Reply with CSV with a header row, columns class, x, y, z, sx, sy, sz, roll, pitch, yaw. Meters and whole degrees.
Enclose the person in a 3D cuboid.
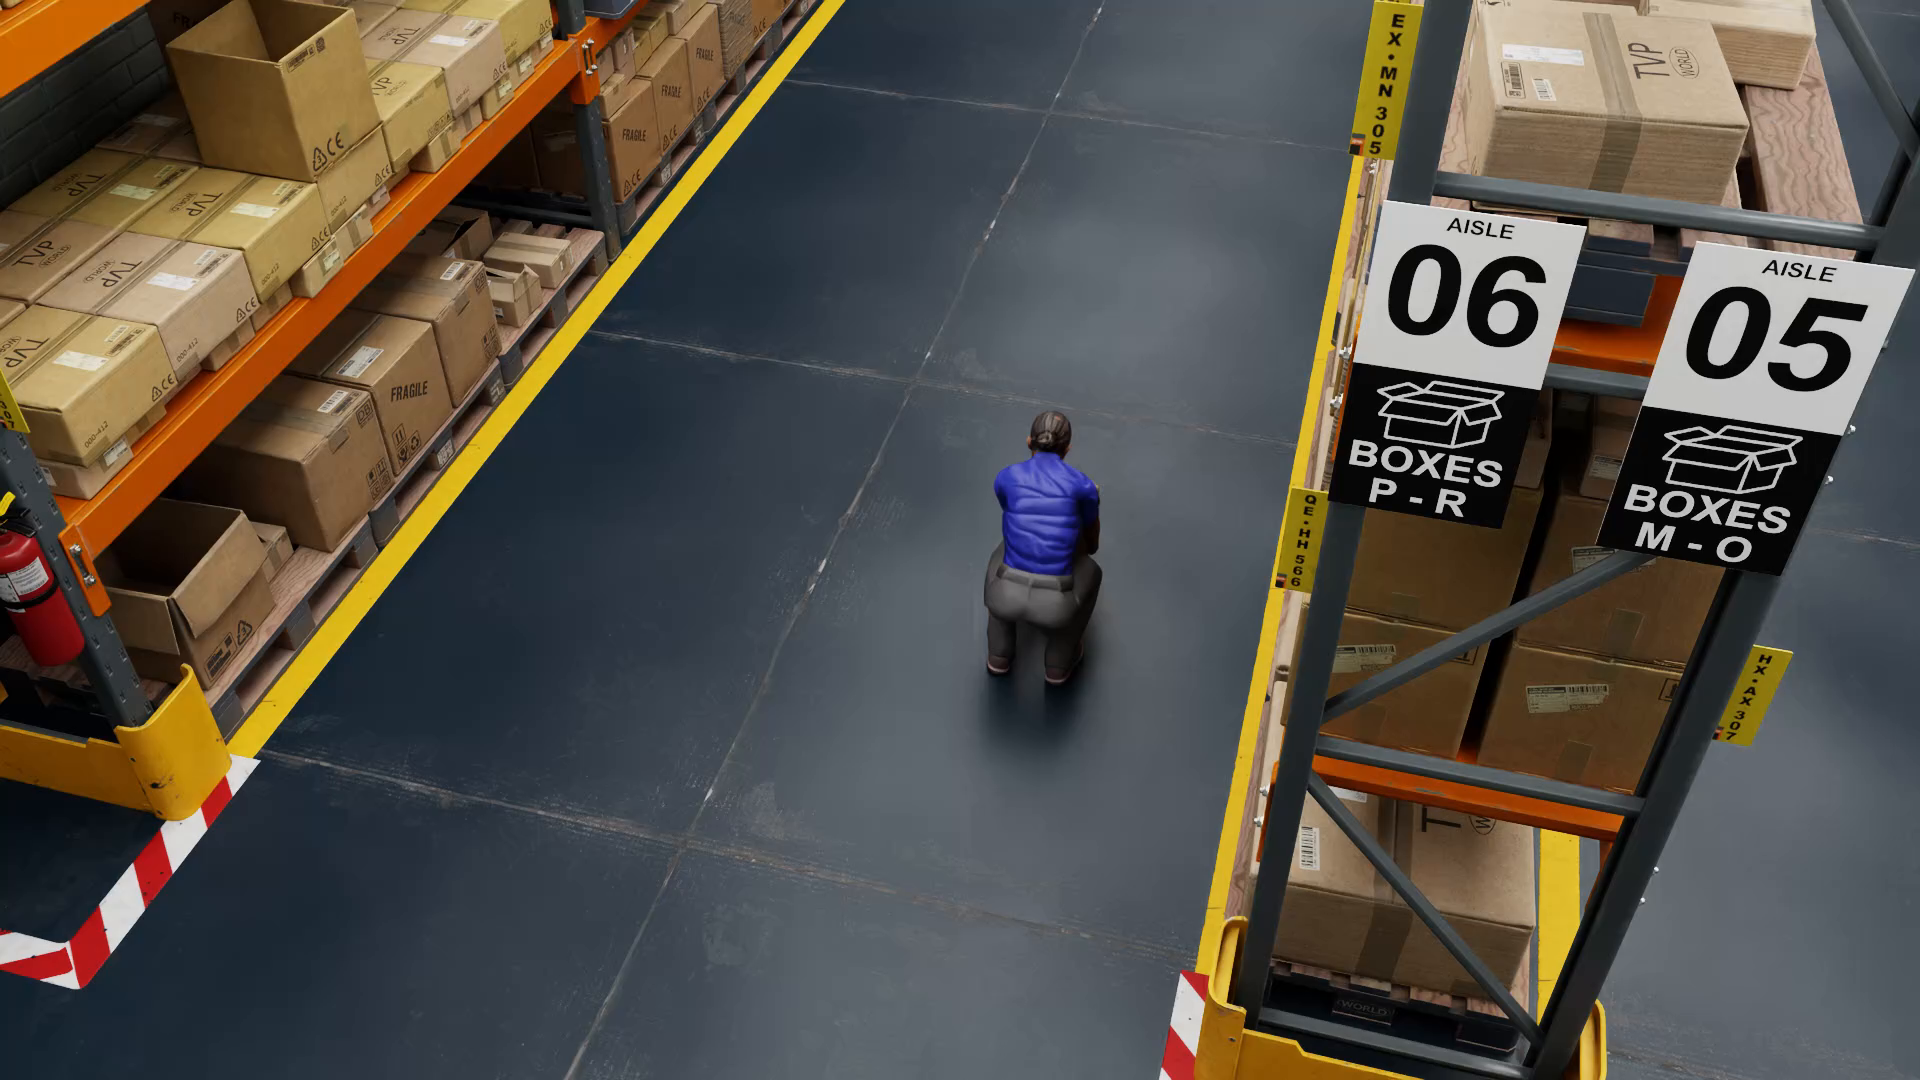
class,x,y,z,sx,sy,sz,roll,pitch,yaw
person,0.341,0.036,6.674,0.461,0.943,0.851,10,42,11
